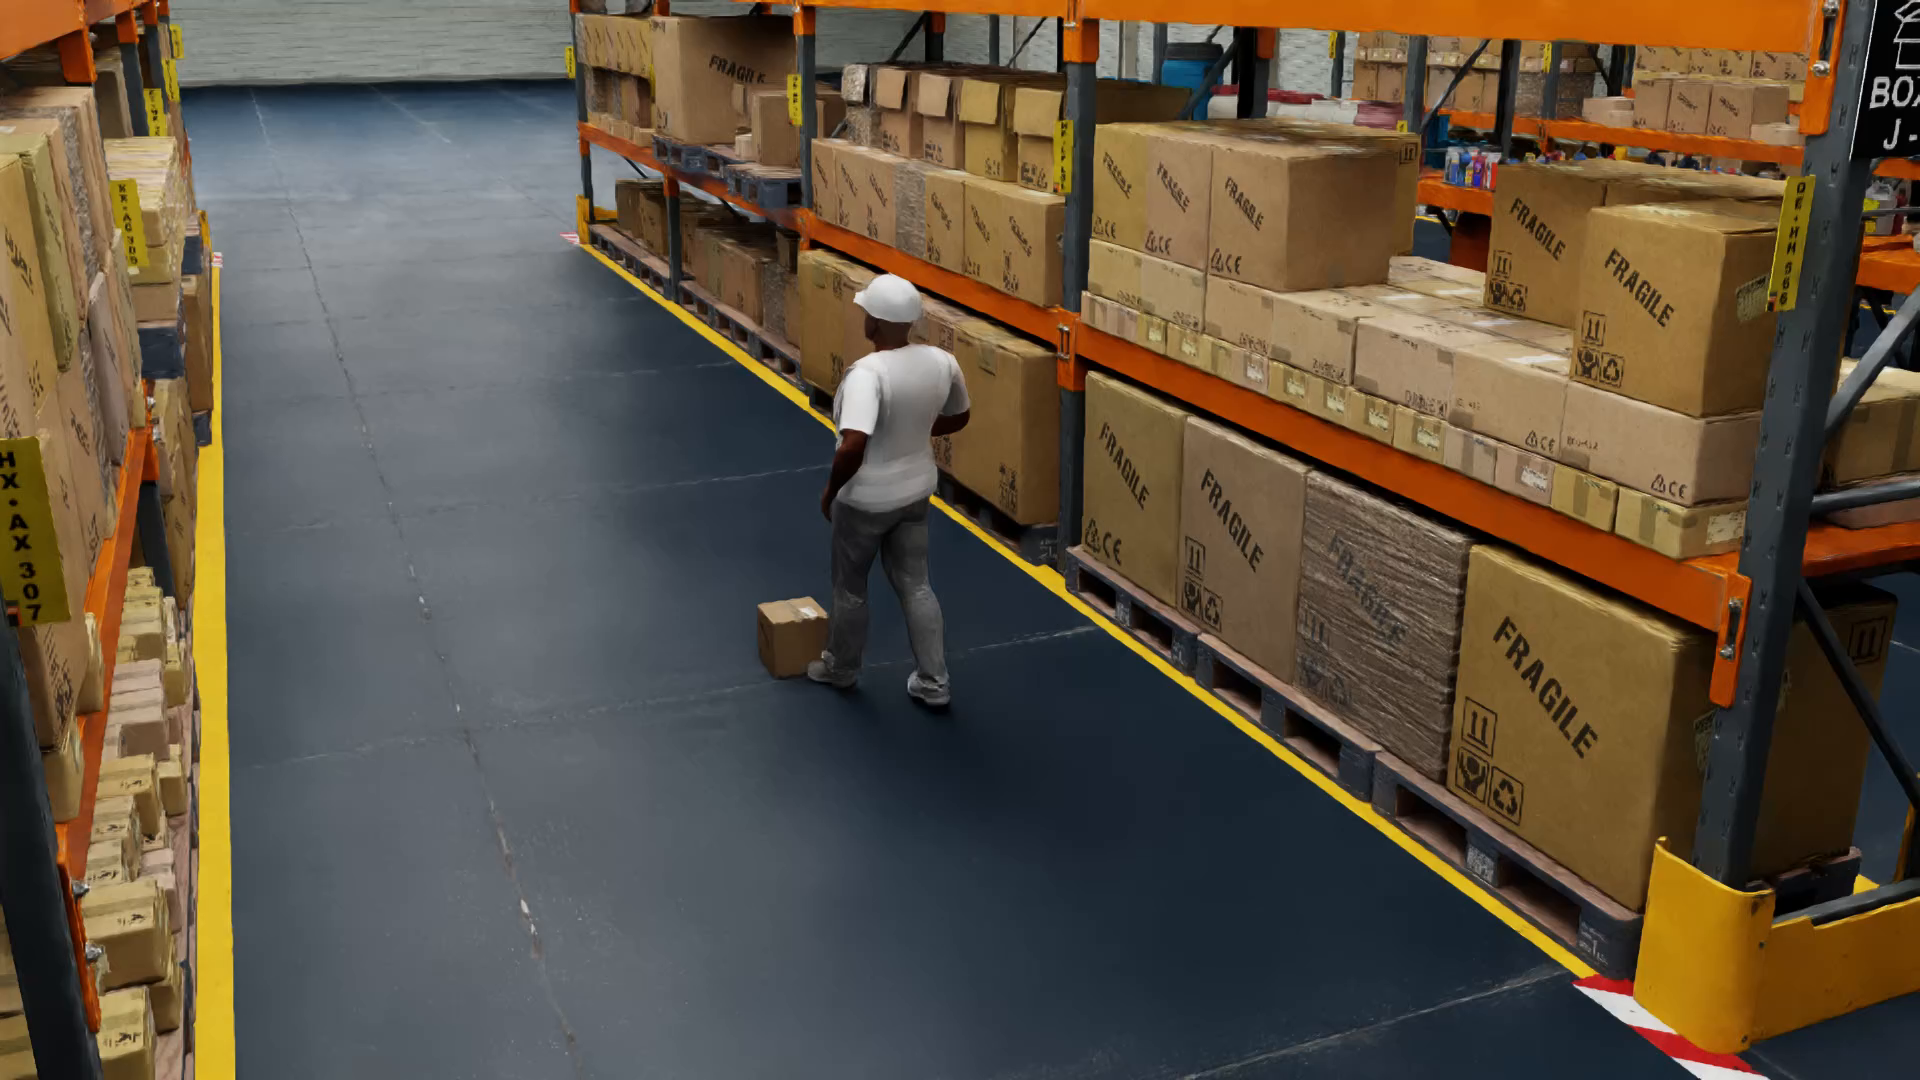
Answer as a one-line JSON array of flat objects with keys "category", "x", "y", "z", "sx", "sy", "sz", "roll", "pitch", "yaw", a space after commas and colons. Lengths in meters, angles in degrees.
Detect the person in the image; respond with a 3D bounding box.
[{"category": "person", "x": -0.365, "y": -0.200, "z": 6.606, "sx": 0.750, "sy": 1.766, "sz": 0.739, "roll": -16, "pitch": 25, "yaw": -39}]
